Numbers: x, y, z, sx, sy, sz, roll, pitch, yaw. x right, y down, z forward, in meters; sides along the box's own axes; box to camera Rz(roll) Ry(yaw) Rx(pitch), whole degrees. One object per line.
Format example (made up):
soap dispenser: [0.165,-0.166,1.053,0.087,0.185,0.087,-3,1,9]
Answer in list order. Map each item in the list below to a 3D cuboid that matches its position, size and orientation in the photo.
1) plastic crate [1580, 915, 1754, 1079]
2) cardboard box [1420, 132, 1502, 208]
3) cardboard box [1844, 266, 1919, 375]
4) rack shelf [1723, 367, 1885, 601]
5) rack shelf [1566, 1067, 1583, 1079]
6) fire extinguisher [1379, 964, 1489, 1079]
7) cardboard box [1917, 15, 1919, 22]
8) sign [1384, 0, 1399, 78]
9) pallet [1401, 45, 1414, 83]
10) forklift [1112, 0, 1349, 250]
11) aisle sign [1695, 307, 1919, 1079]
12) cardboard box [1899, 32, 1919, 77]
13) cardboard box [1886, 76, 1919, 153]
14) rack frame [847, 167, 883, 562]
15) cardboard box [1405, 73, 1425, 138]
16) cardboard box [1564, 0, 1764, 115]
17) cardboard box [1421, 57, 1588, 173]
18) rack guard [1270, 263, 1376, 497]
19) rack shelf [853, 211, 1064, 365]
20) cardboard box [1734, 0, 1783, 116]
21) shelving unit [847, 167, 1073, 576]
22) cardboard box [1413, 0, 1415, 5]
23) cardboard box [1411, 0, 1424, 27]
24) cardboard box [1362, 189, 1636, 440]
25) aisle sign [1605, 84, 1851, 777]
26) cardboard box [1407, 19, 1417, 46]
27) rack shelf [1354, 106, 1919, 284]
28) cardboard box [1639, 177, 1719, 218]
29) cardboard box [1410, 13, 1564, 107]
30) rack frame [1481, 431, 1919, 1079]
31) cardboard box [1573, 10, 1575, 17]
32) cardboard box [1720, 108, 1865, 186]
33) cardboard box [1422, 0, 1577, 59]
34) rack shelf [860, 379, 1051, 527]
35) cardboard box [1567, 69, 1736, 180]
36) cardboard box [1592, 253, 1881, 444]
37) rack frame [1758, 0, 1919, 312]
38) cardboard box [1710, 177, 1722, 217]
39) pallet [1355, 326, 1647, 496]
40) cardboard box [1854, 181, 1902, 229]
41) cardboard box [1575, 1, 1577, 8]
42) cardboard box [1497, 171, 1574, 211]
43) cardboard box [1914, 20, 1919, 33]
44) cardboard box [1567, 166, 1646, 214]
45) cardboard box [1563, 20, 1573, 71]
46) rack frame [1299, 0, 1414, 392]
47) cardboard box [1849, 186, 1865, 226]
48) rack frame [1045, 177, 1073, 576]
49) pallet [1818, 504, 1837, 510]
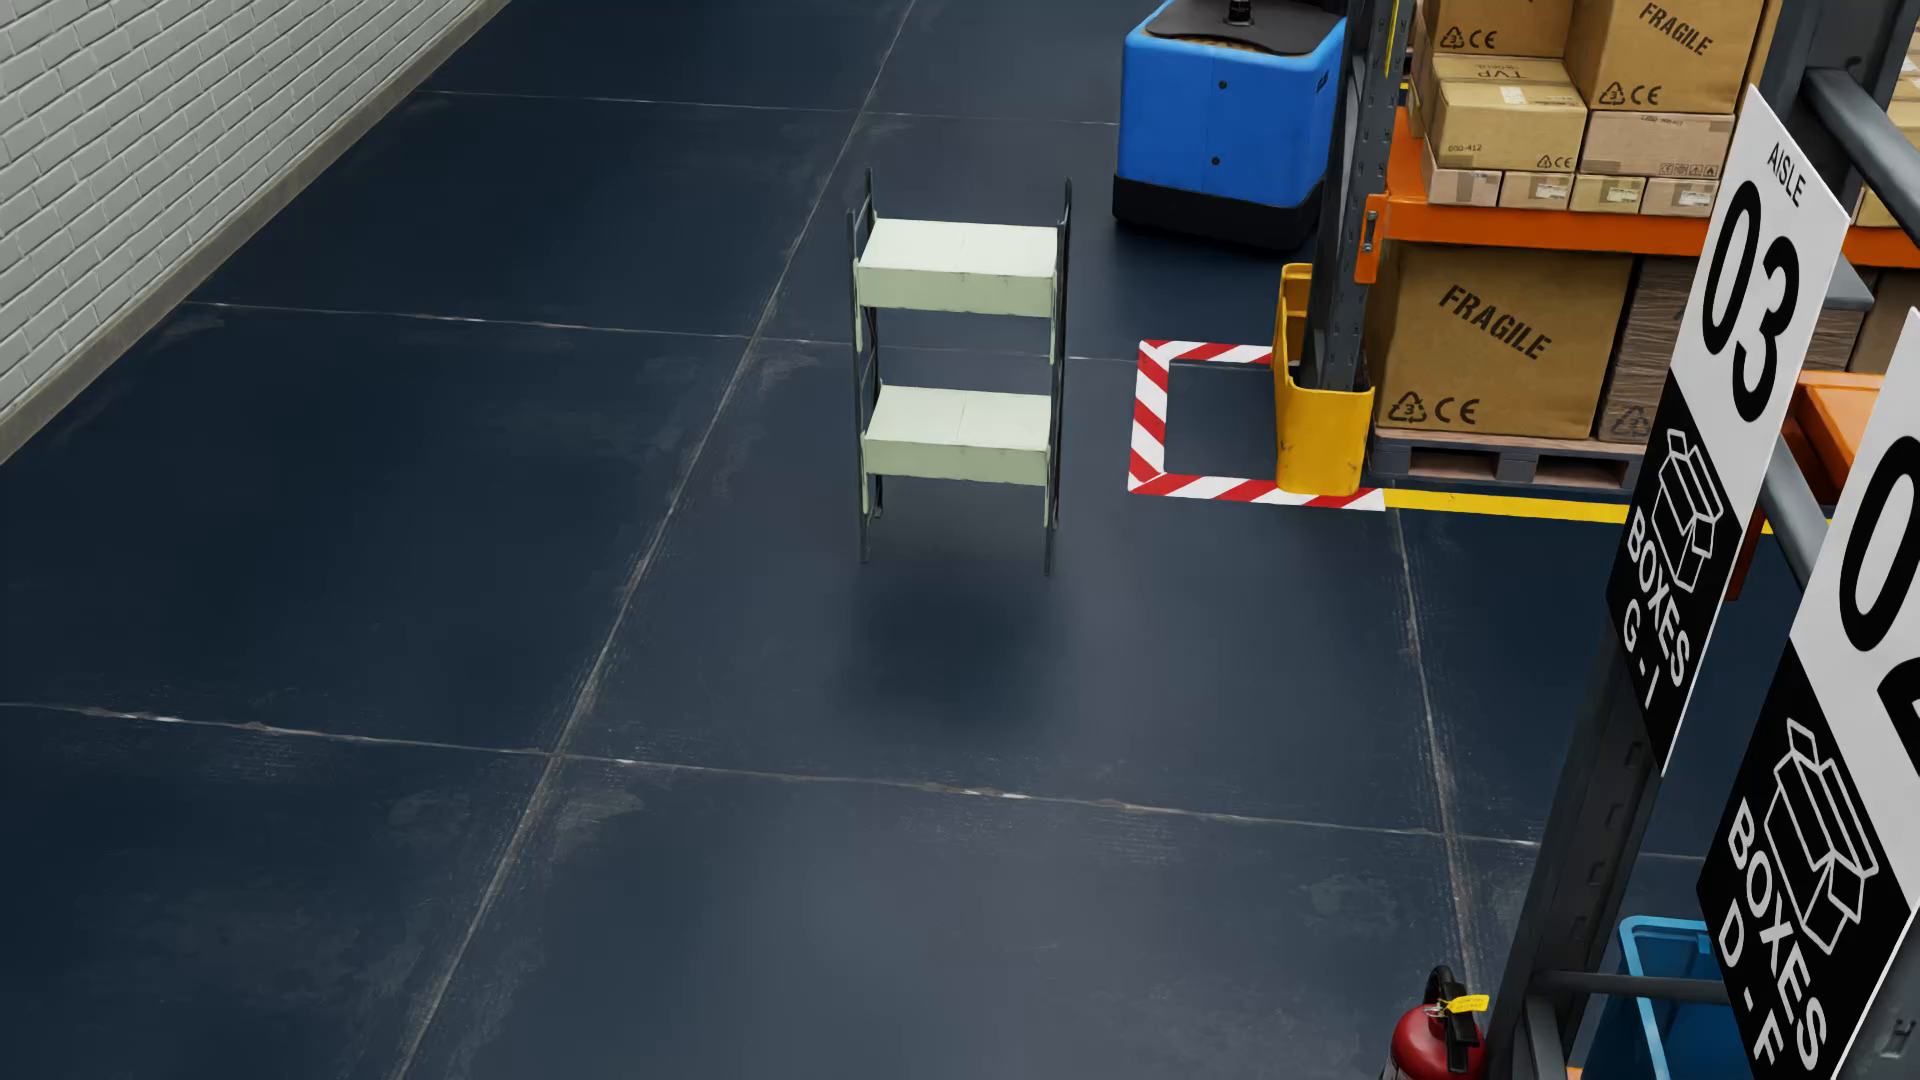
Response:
plastic crate: [1.333,0.986,2.704,0.499,0.435,0.616,4,36,6]
cardboard box: [1.918,-1.427,6.384,0.250,0.149,0.380,5,36,6]
cardboard box: [4.038,-0.918,6.921,0.875,0.875,0.875,4,36,6]
rack shelf: [2.961,0.328,1.746,4.000,0.370,1.077,4,36,6]
rack shelf: [2.961,1.549,2.617,4.000,0.370,1.077,4,36,6]
fire extinguisher: [0.885,1.018,3.129,0.183,0.674,0.296,4,36,6]
cardboard box: [5.921,-3.429,10.554,0.250,0.149,0.380,5,36,7]
sign: [1.531,-1.811,5.892,0.005,0.325,0.100,4,36,6]
pallet: [3.217,-3.375,11.298,1.213,0.211,1.003,4,36,6]
forklift: [1.918,-3.565,9.222,1.130,2.935,3.031,15,38,20]
aisle sign: [0.868,0.216,1.628,0.004,0.787,0.394,4,36,6]
cardboard box: [3.648,-1.812,6.579,0.500,0.250,0.500,4,36,6]
cardboard box: [3.582,-1.505,6.150,0.500,0.250,0.500,4,36,5]
rack frame: [-0.356,-0.637,6.352,0.023,1.500,0.400,4,36,6]
cardboard box: [2.003,-1.807,6.916,0.250,0.149,0.380,5,36,7]
cardboard box: [2.546,-1.883,6.034,0.500,0.500,0.500,3,36,5]
cardboard box: [2.050,-1.615,6.304,0.500,0.250,0.500,3,36,5]
rack guard: [1.584,-0.730,7.343,0.348,0.500,1.175,4,36,6]
rack shelf: [0.007,-0.928,6.087,0.720,0.370,0.431,4,36,6]
cardboard box: [3.060,-1.848,5.985,0.500,0.500,0.500,3,36,5]
shelving unit: [0.007,-0.610,6.314,0.755,1.500,0.431,4,36,6]
cardboard box: [2.816,-3.615,10.813,0.250,0.149,0.380,3,36,4]
cardboard box: [3.091,-3.489,10.892,0.250,0.149,0.380,4,36,6]
cardboard box: [2.253,-1.051,7.108,0.875,0.875,0.875,4,36,6]
aisle sign: [0.943,-0.124,2.104,0.004,0.787,0.394,4,36,6]
cardboard box: [3.089,-3.412,11.041,0.250,0.149,0.380,4,36,6]
rack shelf: [3.592,-1.305,6.616,4.000,0.370,1.077,4,36,6]
cardboard box: [2.686,-1.372,6.306,0.250,0.149,0.380,4,36,5]
cardboard box: [2.123,-1.923,6.735,0.500,0.250,0.500,4,36,5]
rack frame: [0.977,1.108,2.616,0.127,3.000,1.000,4,36,6]
cardboard box: [3.861,-3.475,10.873,0.250,0.149,0.380,3,36,4]
cardboard box: [3.064,-1.541,6.200,0.500,0.250,0.500,3,36,4]
cardboard box: [2.125,-2.227,6.515,0.500,0.500,0.500,5,36,7]
rack shelf: [0.007,-0.345,6.503,0.720,0.370,0.431,4,36,6]
cardboard box: [2.566,-1.580,6.255,0.500,0.250,0.500,4,36,5]
cardboard box: [3.156,-0.984,7.013,0.875,0.875,0.875,4,36,6]
rack frame: [0.977,-1.334,0.873,0.127,3.000,1.000,4,36,6]
cardboard box: [2.938,-1.352,6.279,0.250,0.149,0.380,4,36,5]
pallet: [2.411,-0.597,7.405,1.213,0.211,1.003,4,36,6]
cardboard box: [3.444,-1.314,6.226,0.250,0.149,0.380,3,36,5]
cardboard box: [3.869,-3.574,10.757,0.250,0.149,0.380,6,36,8]
cardboard box: [2.173,-1.409,6.359,0.250,0.149,0.380,4,36,5]
cardboard box: [5.955,-3.272,10.589,0.250,0.149,0.380,5,36,7]
cardboard box: [2.427,-1.390,6.332,0.250,0.149,0.380,3,36,5]
cardboard box: [2.626,-1.885,6.682,0.500,0.250,0.500,4,36,5]
rack frame: [1.608,-1.746,6.614,0.127,3.000,1.000,4,36,6]
cardboard box: [3.194,-1.334,6.253,0.250,0.149,0.380,4,36,5]
rack frame: [0.370,-0.583,6.276,0.023,1.500,0.400,4,36,6]
pallet: [3.618,-0.505,7.276,1.213,0.211,1.003,4,36,6]
